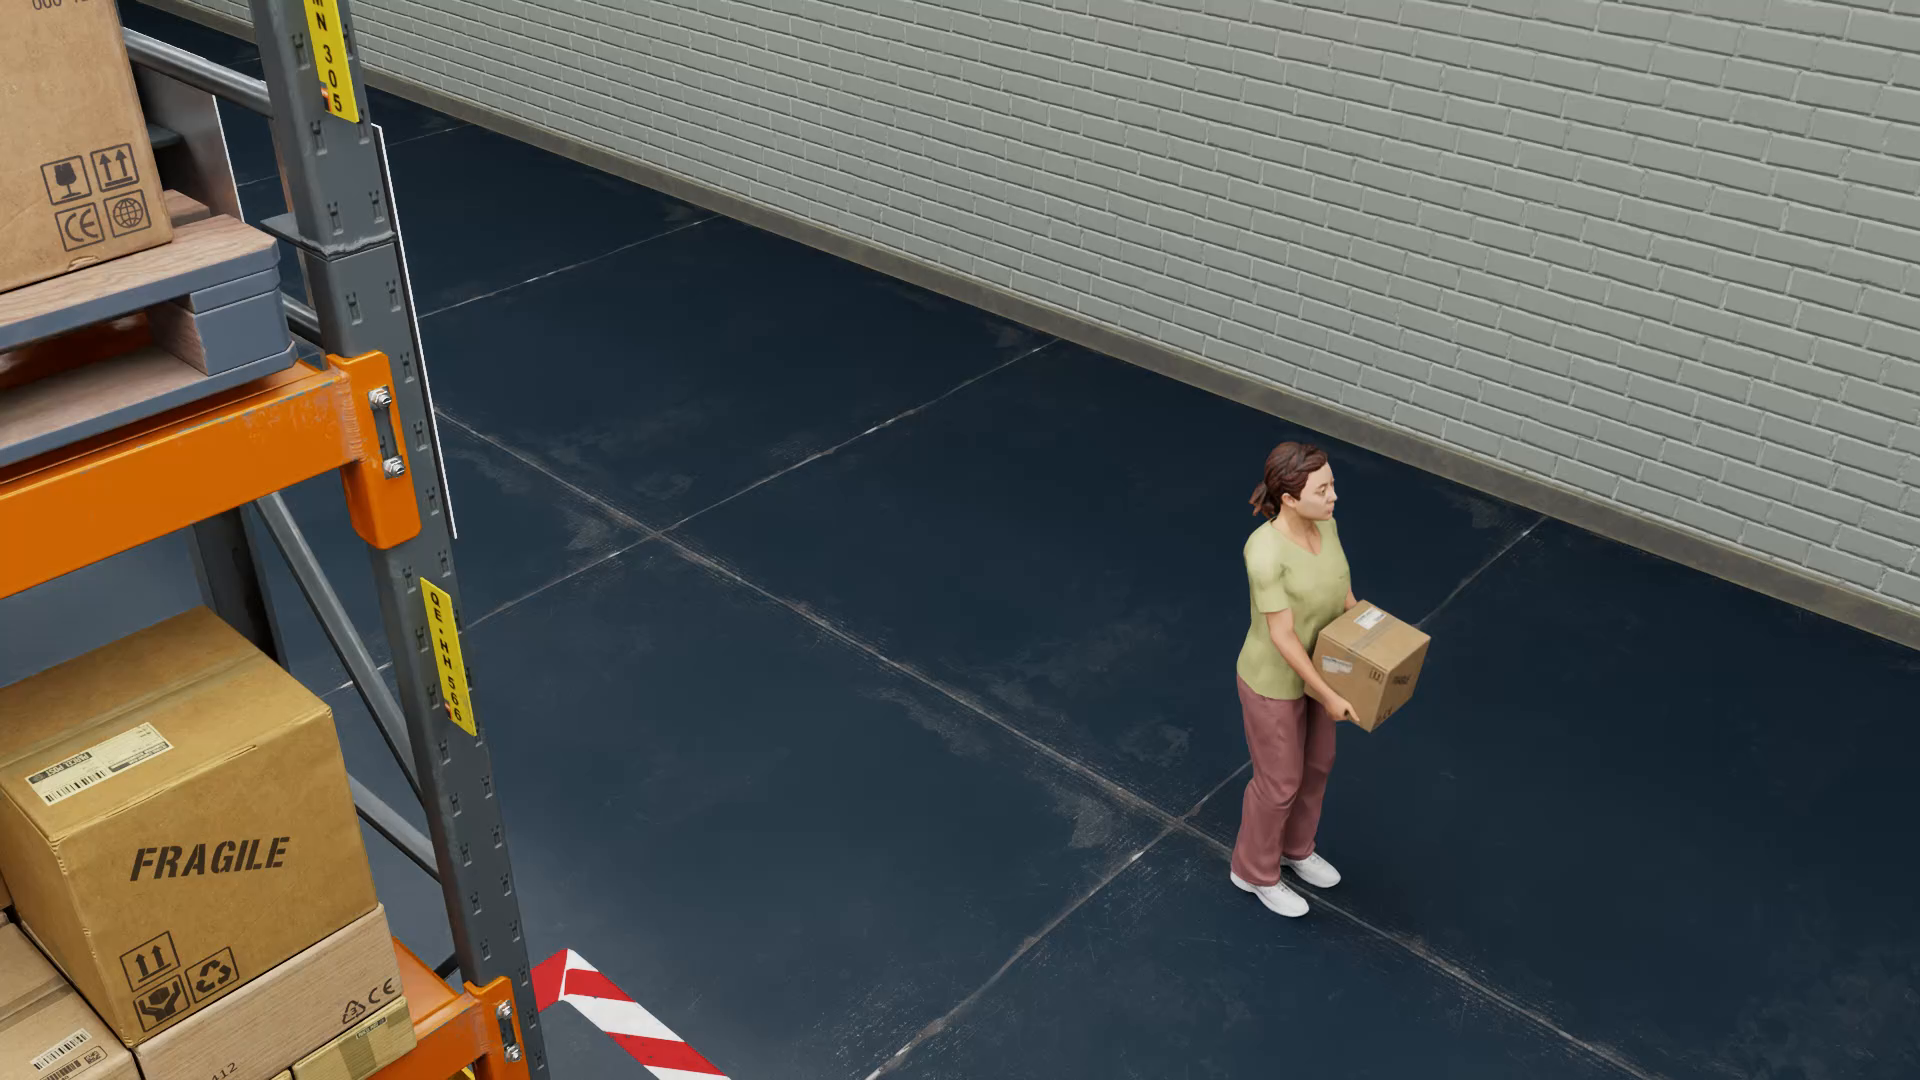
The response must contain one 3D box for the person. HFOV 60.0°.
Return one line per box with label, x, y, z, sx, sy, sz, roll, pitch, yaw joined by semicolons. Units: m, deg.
person;1.116;0.472;5.376;0.549;1.665;0.426;26;40;36
